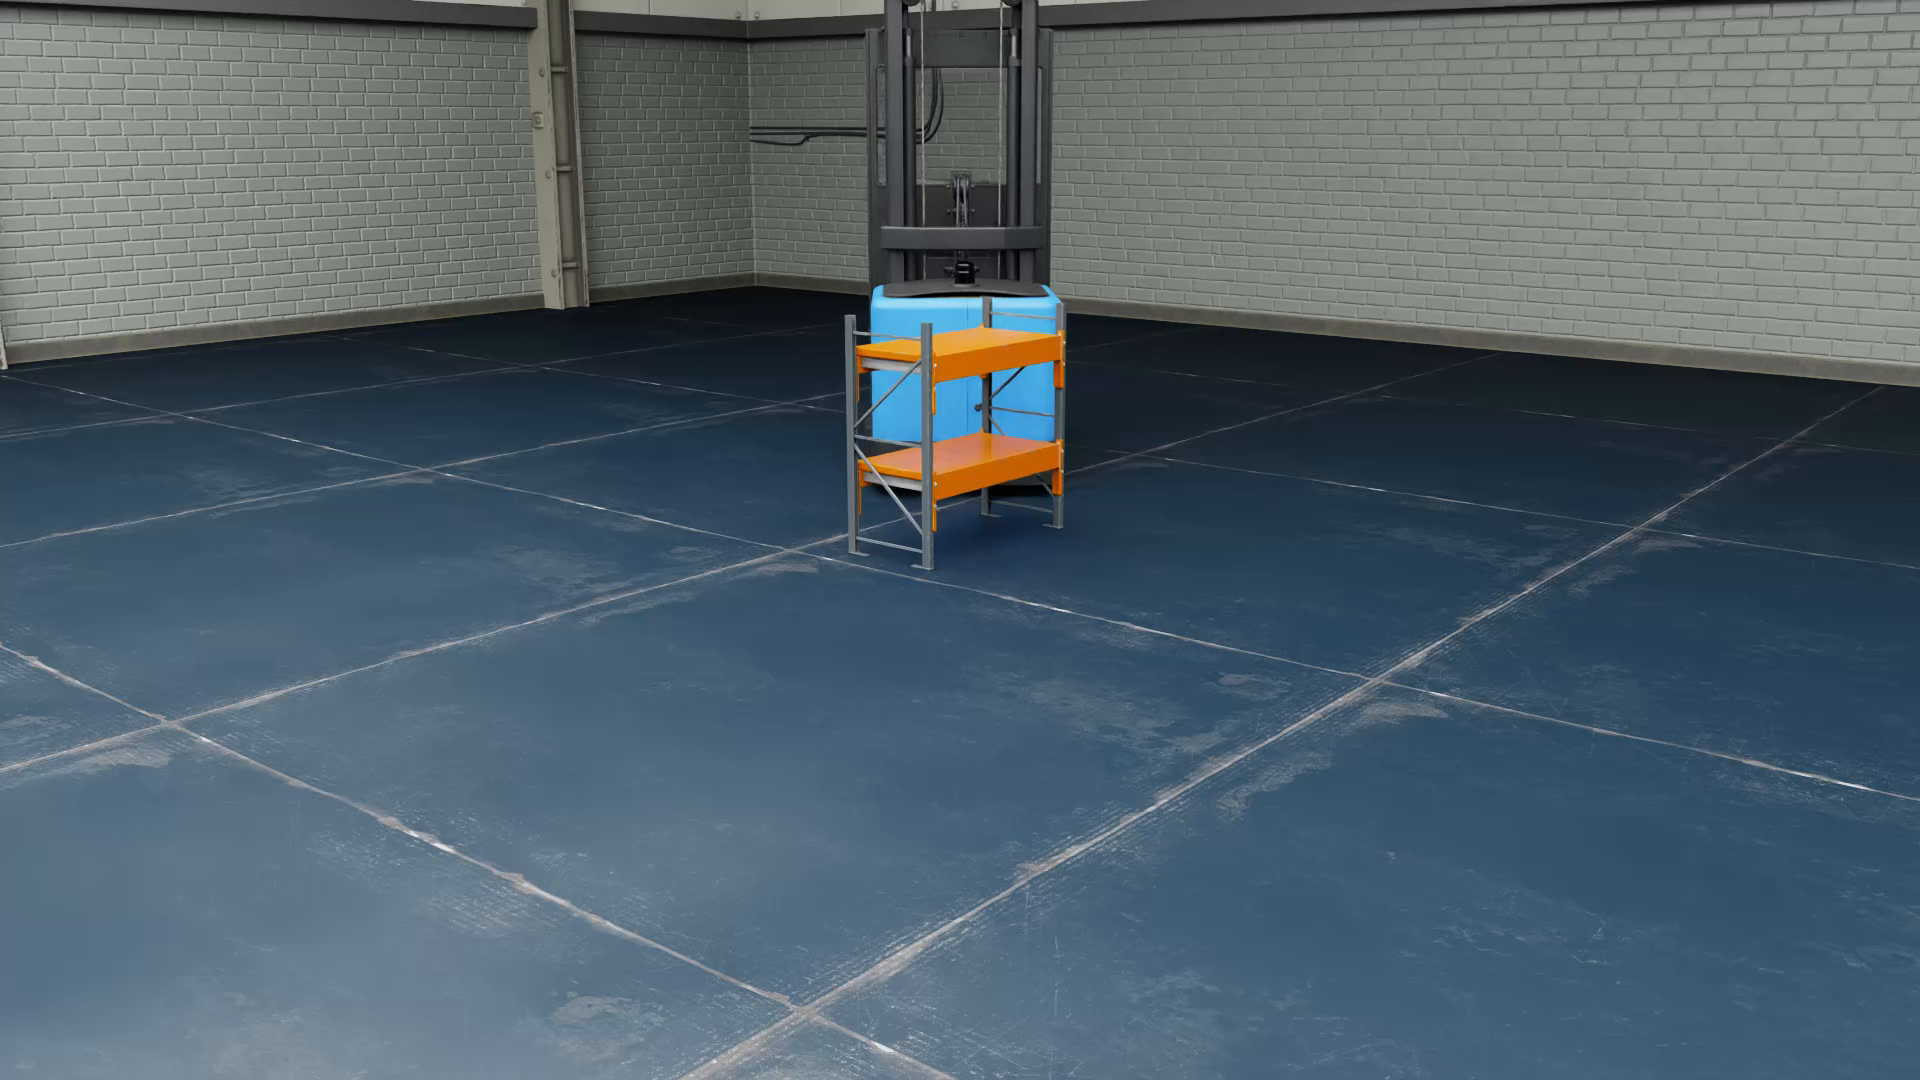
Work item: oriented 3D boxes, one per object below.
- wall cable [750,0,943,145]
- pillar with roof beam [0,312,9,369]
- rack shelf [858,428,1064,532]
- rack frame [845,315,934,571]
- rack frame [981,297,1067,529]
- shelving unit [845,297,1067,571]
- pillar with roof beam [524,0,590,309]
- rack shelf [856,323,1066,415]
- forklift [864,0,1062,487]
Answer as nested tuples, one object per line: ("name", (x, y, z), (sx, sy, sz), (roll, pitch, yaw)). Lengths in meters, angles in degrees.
("wall cable", (-1.408, -5.758, 18.818), (3.097, 2.526, 0.112), (11, 18, 38))
("pillar with roof beam", (-4.711, -5.088, 9.874), (9.100, 9.000, 0.400), (11, 18, 38))
("rack shelf", (-0.004, -0.307, 8.040), (0.538, 0.278, 1.000), (11, 18, 38))
("rack frame", (-0.324, -0.447, 7.596), (0.500, 1.125, 0.032), (11, 18, 38))
("rack frame", (0.315, -0.641, 8.363), (0.500, 1.125, 0.032), (11, 18, 38))
("shelving unit", (-0.004, -0.544, 7.979), (0.538, 1.125, 1.048), (11, 18, 38))
("pillar with roof beam", (-0.940, -6.237, 14.398), (9.100, 9.000, 0.400), (11, 18, 38))
("rack shelf", (-0.004, -0.828, 7.907), (0.538, 0.278, 1.000), (11, 18, 38))
("forklift", (-0.013, -2.015, 10.102), (1.130, 2.935, 3.031), (-1, 14, -2))
